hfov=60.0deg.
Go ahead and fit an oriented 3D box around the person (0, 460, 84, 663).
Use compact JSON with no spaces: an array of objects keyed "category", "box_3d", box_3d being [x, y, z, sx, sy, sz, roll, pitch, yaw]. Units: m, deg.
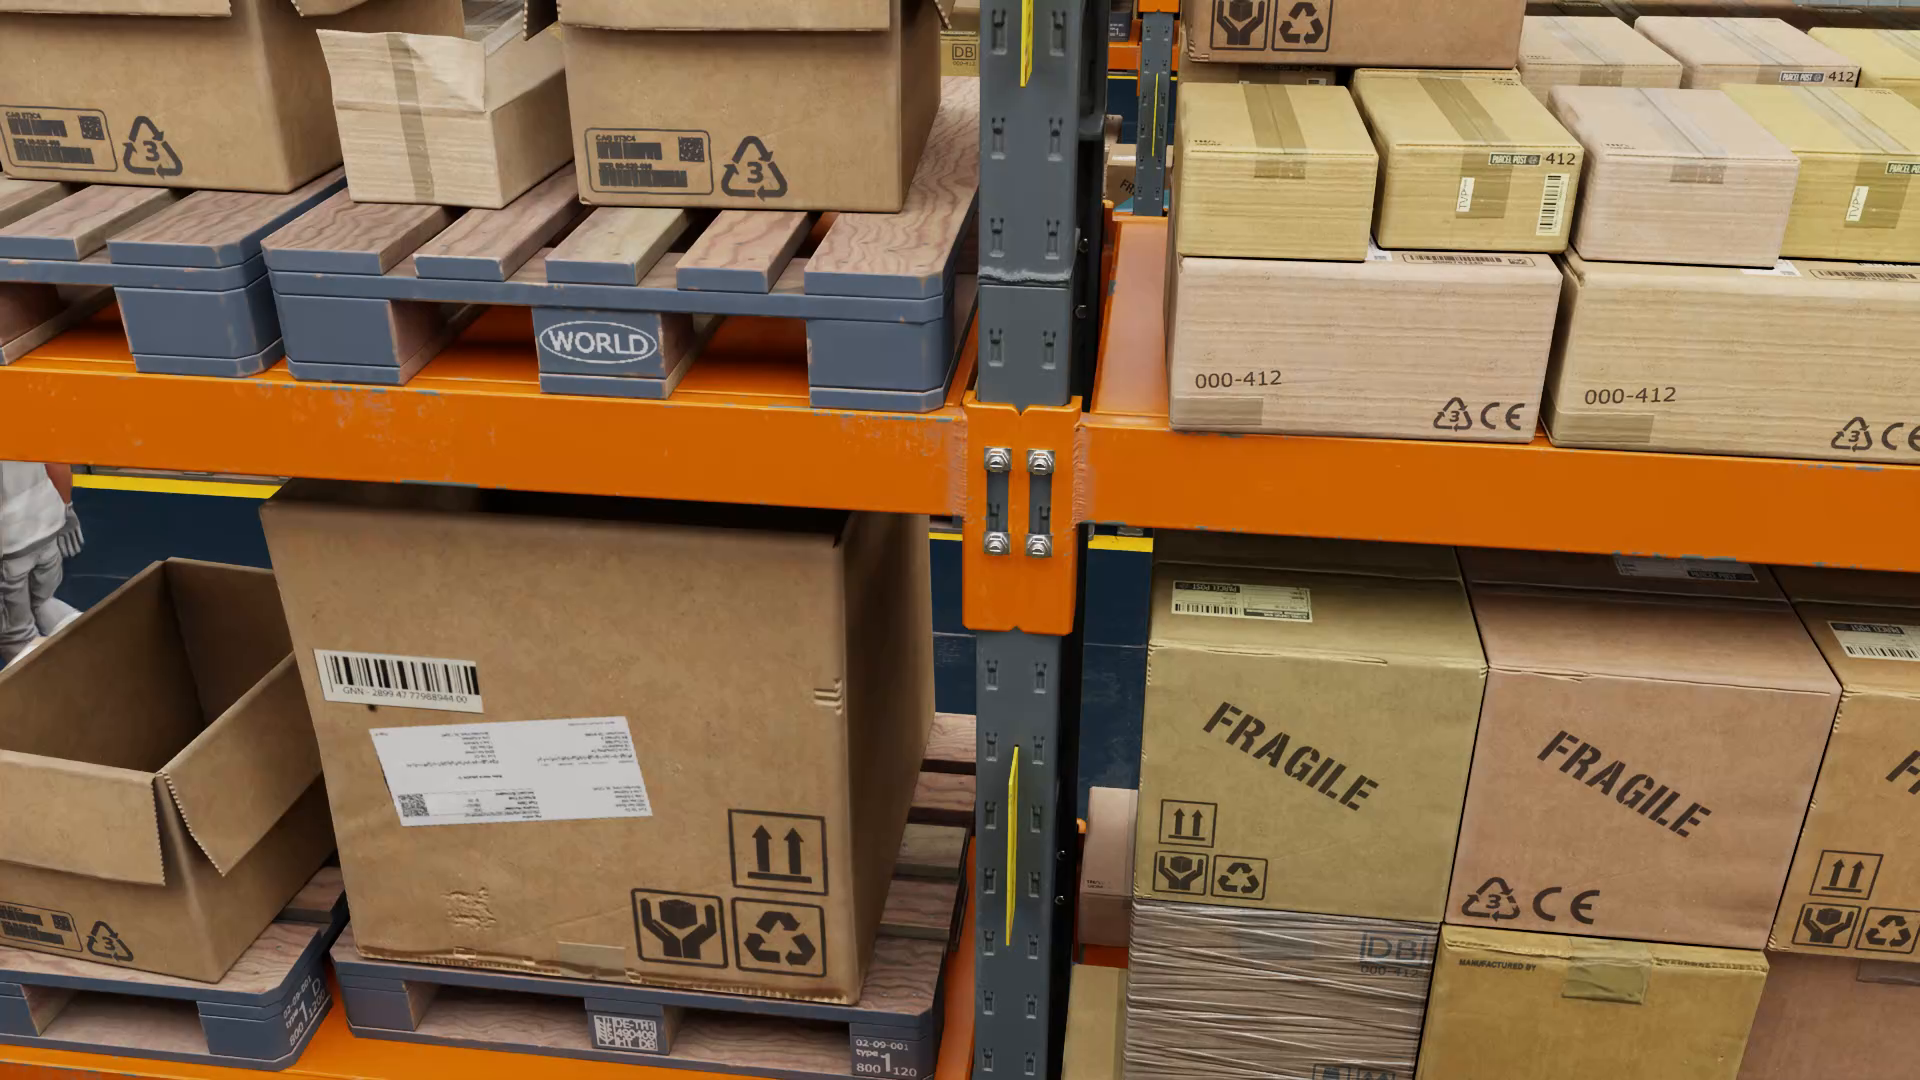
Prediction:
[{"category":"person","box_3d":[-3.427,-0.003,6.053,0.550,1.782,0.542,7,29,12]}]
